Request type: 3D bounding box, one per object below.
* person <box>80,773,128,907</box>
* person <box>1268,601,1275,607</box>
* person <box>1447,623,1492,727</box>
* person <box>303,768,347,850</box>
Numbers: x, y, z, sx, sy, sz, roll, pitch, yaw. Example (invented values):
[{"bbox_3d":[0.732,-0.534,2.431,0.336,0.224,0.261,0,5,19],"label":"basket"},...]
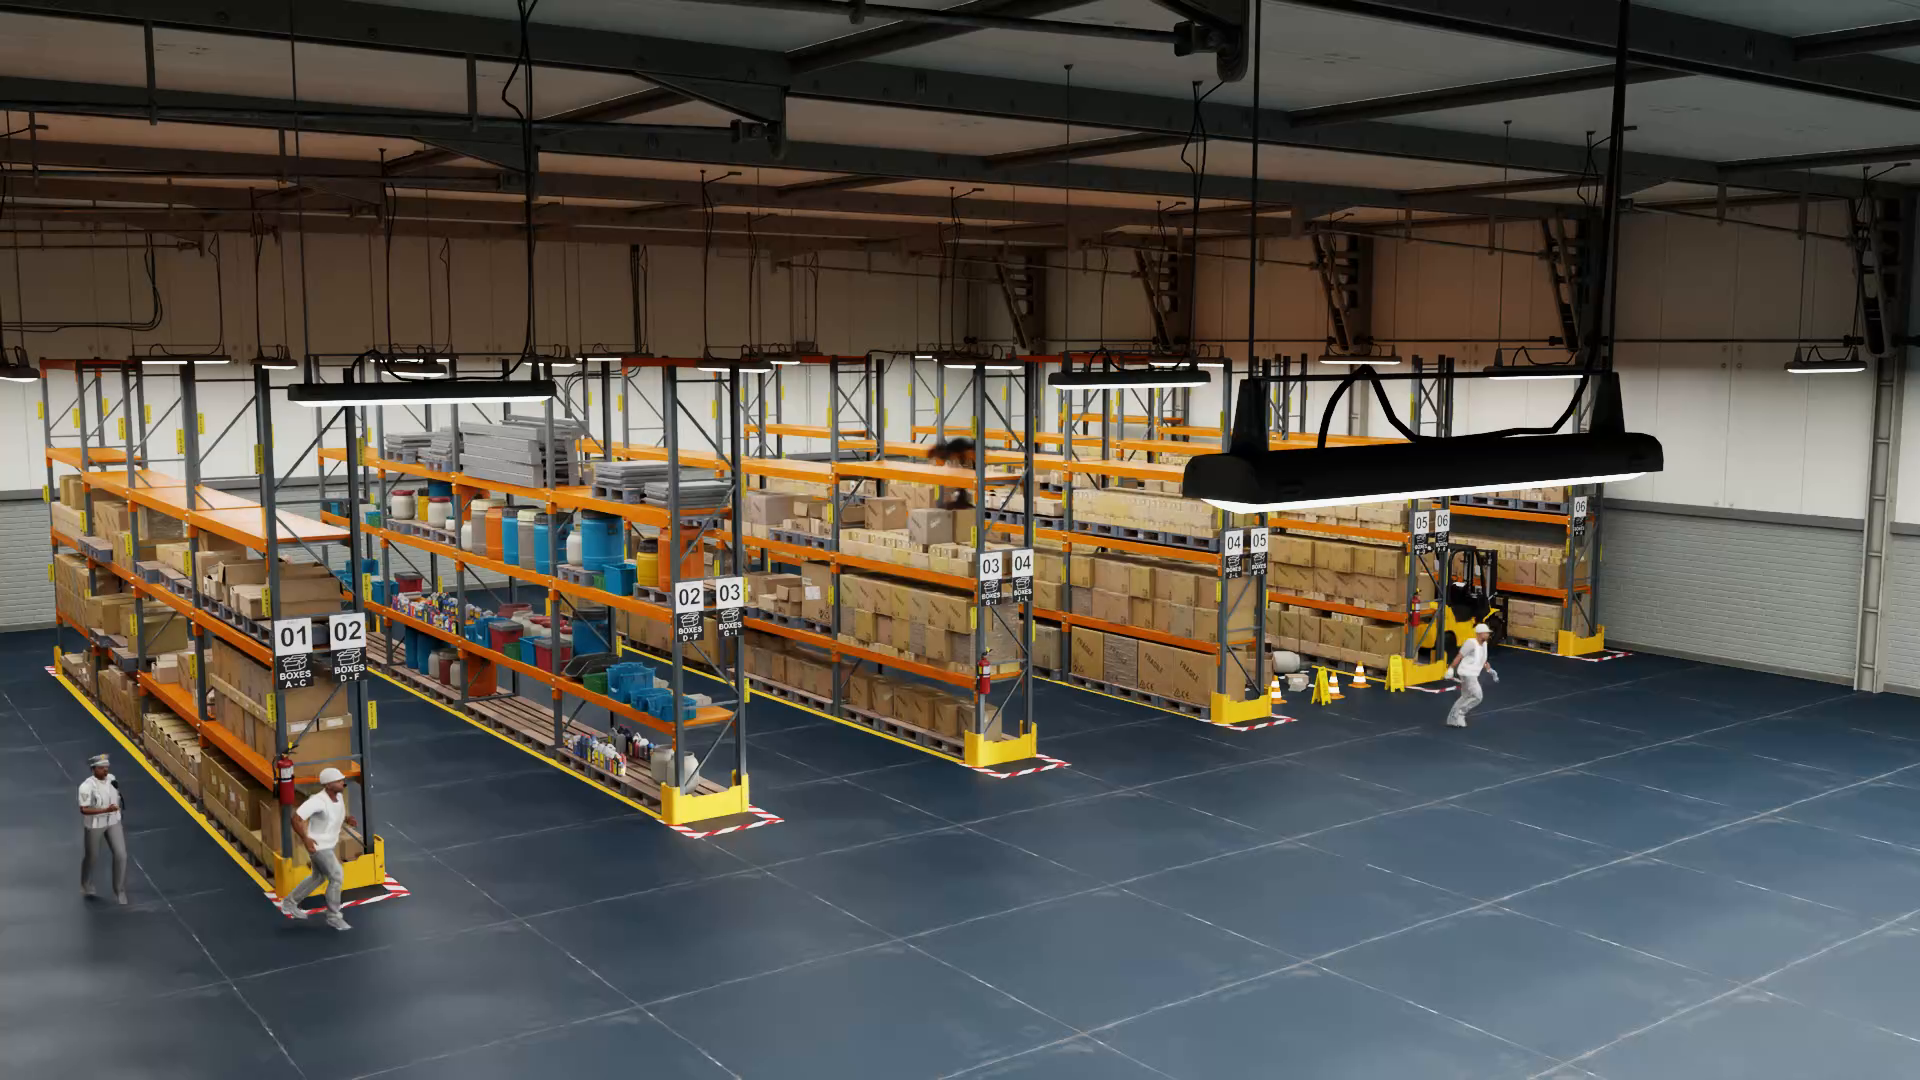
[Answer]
[{"bbox_3d":[-9.702,3.372,18.799,0.761,1.493,0.410,5,9,38],"label":"person"},{"bbox_3d":[6.870,1.198,35.792,0.899,1.699,0.670,6,9,40],"label":"person"},{"bbox_3d":[8.325,2.207,27.182,0.647,1.721,0.564,4,8,33],"label":"person"},{"bbox_3d":[-6.802,2.864,17.865,0.481,0.866,0.438,0,7,0],"label":"person"}]
